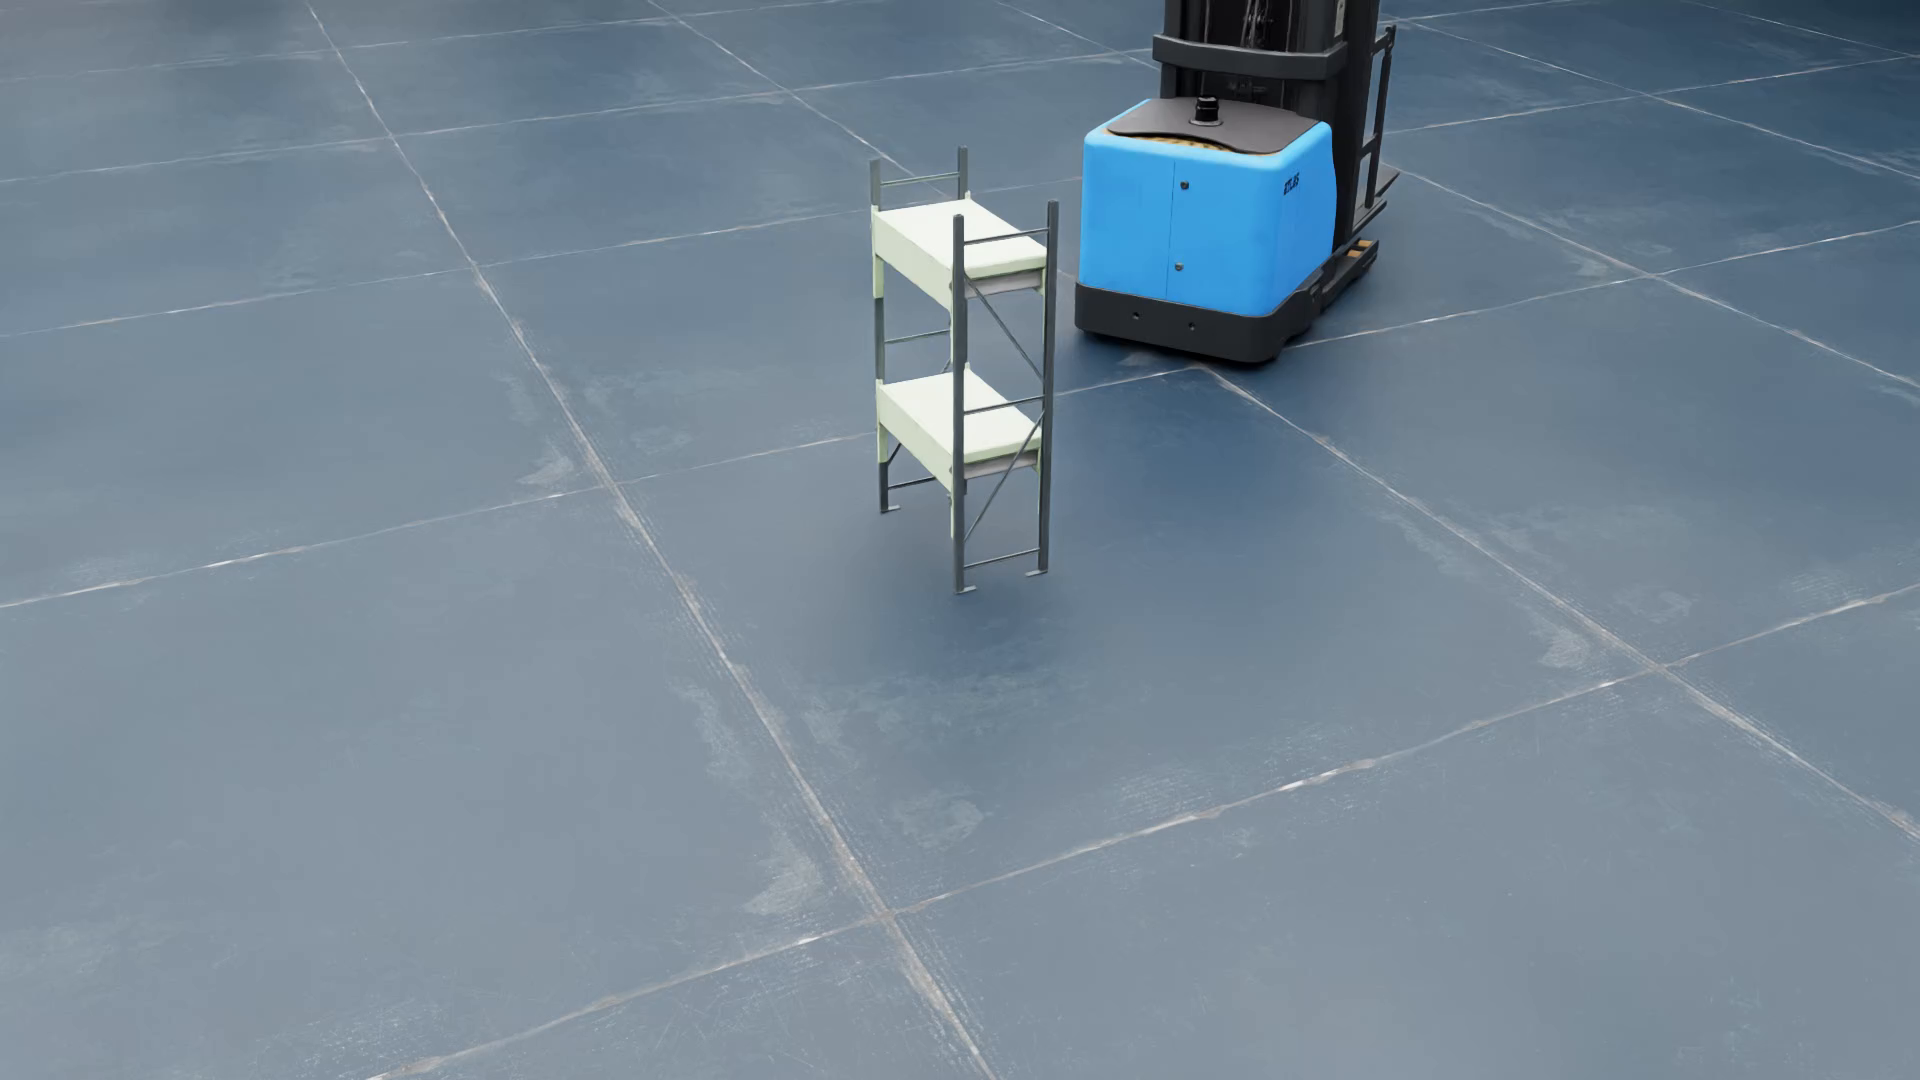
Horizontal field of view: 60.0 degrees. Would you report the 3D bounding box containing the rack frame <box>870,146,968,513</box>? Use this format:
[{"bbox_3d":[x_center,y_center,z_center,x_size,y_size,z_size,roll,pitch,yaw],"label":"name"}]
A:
[{"bbox_3d":[-0.154,-0.813,6.666,0.400,1.500,0.023,-13,32,-22],"label":"rack frame"}]

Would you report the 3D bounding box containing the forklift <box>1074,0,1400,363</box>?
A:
[{"bbox_3d":[1.738,-2.837,8.813,1.130,2.935,3.031,15,33,25],"label":"forklift"}]

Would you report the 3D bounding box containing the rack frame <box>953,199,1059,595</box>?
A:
[{"bbox_3d":[0.160,-0.490,6.090,0.400,1.500,0.023,-13,32,-22],"label":"rack frame"}]

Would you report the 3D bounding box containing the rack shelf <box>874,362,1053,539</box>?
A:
[{"bbox_3d":[0.003,-0.367,6.537,0.431,0.370,0.720,-13,32,-22],"label":"rack shelf"}]

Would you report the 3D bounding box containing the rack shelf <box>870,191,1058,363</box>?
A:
[{"bbox_3d":[0.003,-0.992,6.187,0.431,0.370,0.720,-13,32,-22],"label":"rack shelf"}]

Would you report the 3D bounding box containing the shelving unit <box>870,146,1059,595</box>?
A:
[{"bbox_3d":[0.003,-0.651,6.378,0.431,1.500,0.755,-13,32,-22],"label":"shelving unit"}]
